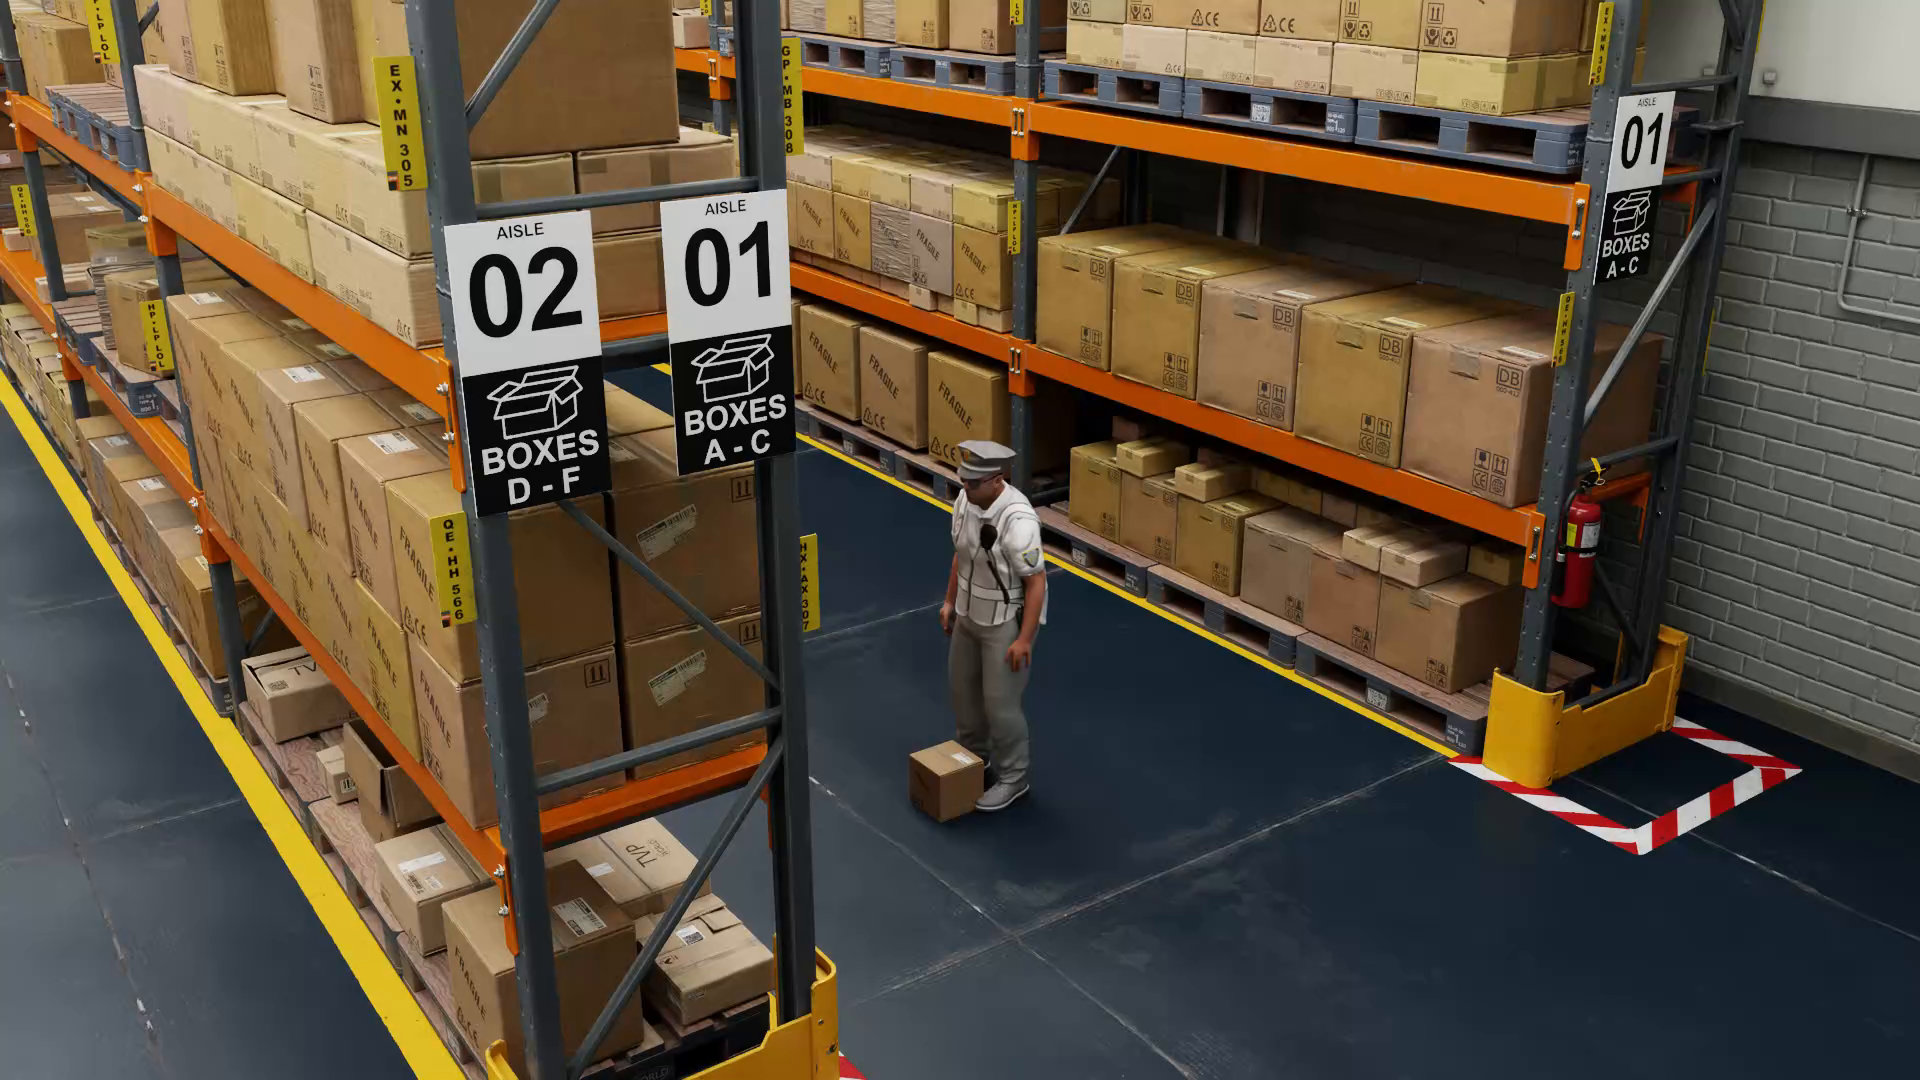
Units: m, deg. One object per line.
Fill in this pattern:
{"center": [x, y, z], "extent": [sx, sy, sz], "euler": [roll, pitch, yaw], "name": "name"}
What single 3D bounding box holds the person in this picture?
{"center": [0.159, 0.366, 7.630], "extent": [0.429, 1.749, 0.600], "euler": [-16, 26, -35], "name": "person"}
